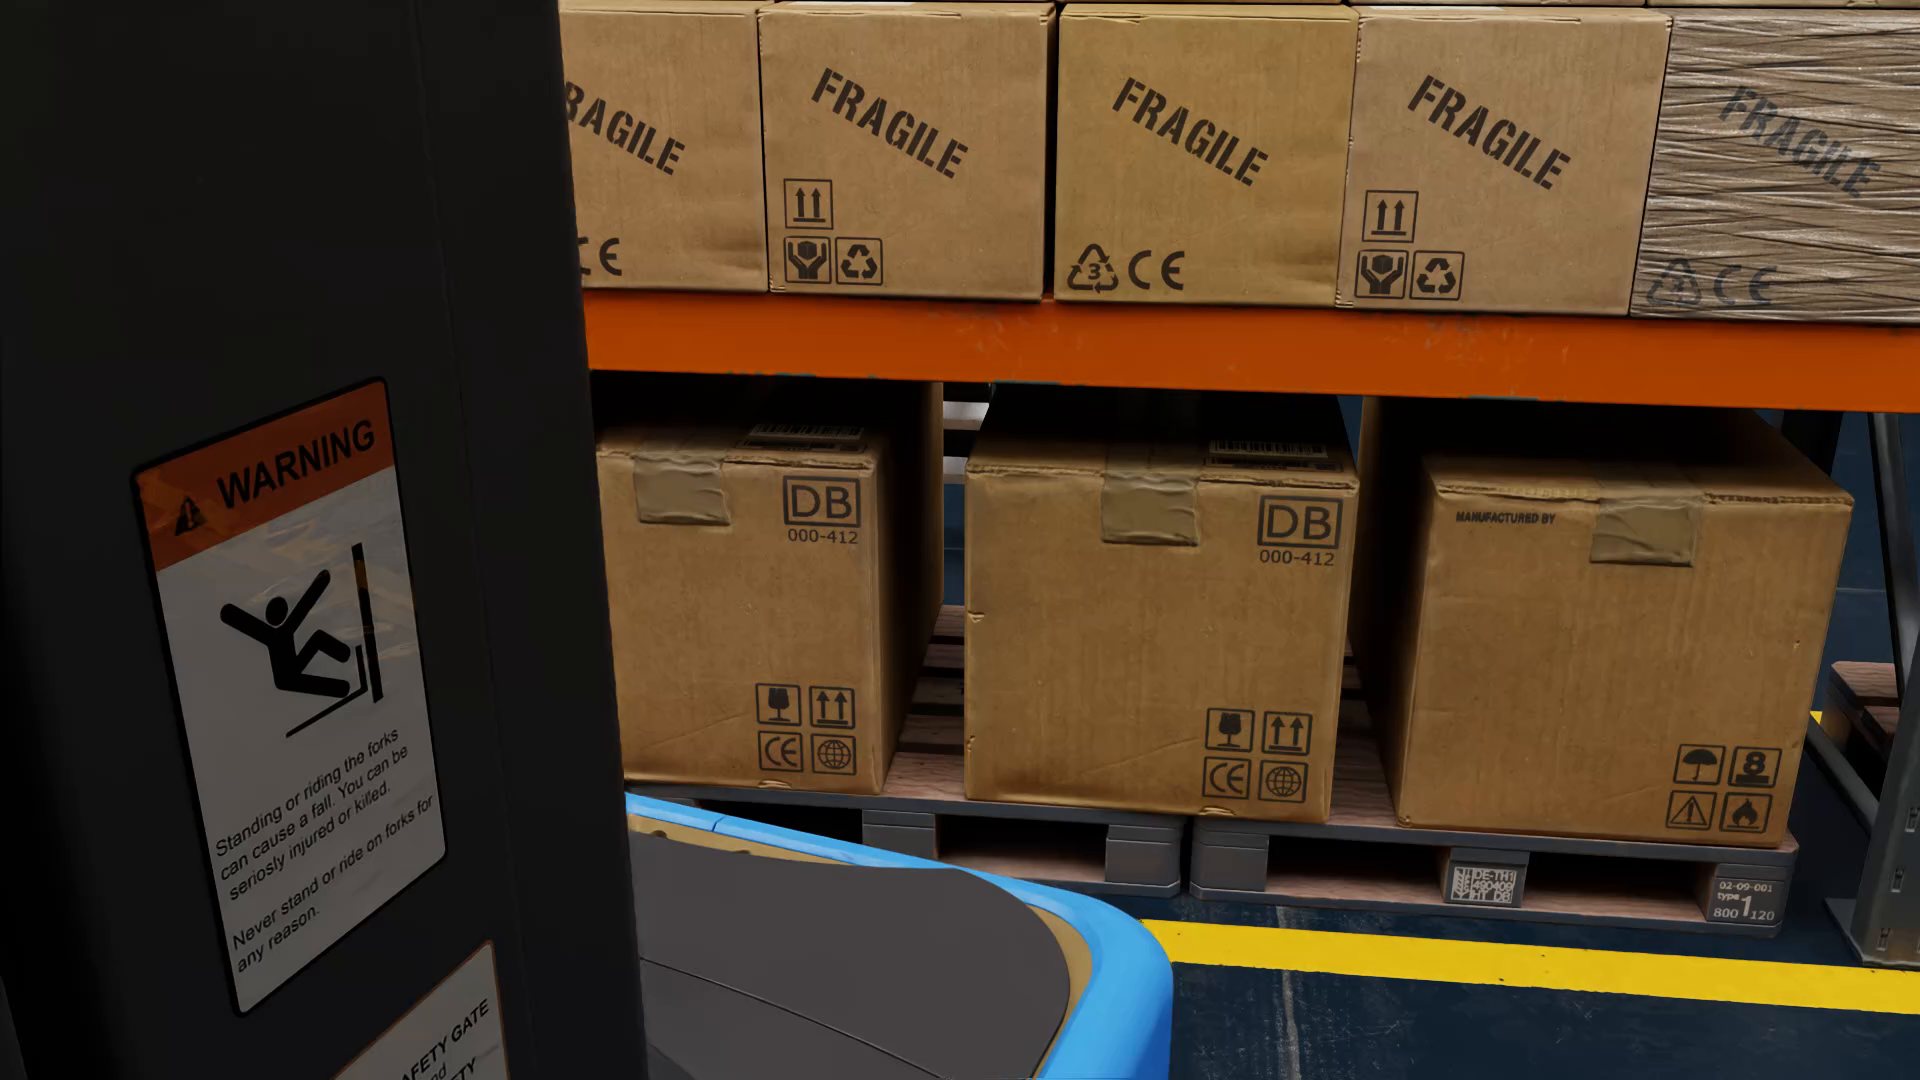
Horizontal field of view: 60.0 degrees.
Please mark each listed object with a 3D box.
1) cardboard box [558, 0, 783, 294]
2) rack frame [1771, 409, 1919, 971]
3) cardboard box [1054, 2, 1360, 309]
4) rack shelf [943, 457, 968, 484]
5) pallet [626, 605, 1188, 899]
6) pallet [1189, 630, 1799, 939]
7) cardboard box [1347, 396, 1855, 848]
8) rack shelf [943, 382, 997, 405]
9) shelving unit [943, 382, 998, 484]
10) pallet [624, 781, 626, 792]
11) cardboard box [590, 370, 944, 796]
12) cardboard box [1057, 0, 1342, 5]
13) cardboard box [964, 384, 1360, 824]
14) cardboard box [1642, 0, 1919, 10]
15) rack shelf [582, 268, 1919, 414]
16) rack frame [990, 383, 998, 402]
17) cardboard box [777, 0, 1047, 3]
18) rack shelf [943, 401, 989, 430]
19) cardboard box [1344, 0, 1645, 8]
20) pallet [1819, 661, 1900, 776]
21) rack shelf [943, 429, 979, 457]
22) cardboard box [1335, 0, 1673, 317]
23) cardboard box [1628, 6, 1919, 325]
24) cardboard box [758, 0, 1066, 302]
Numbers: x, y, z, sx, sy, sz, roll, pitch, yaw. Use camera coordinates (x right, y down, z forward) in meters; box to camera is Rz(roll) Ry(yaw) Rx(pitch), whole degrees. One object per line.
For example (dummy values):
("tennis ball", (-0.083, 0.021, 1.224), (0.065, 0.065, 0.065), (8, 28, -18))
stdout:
("cardboard box", (-0.572, -0.782, 3.203), (0.500, 0.500, 0.500), (2, 22, 6))
("rack frame", (1.912, -0.728, 3.201), (0.127, 3.000, 1.000), (2, 22, 6))
("cardboard box", (0.441, -0.740, 3.095), (0.500, 0.500, 0.500), (2, 22, 5))
("rack shelf", (0.008, -0.220, 5.352), (0.200, 0.077, 0.258), (2, 22, 6))
("pallet", (-0.070, 0.454, 4.005), (1.213, 0.211, 1.003), (2, 22, 6))
("pallet", (1.138, 0.507, 3.870), (1.213, 0.211, 1.003), (2, 22, 6))
("cardboard box", (1.318, 0.064, 3.687), (0.750, 0.750, 1.050), (2, 22, 6))
("rack shelf", (0.008, -0.471, 5.253), (0.200, 0.077, 0.258), (2, 22, 6))
("shelving unit", (0.008, -0.418, 5.273), (0.210, 0.900, 0.258), (2, 22, 6))
("pallet", (-1.285, 0.402, 4.137), (1.213, 0.211, 1.003), (2, 22, 6))
("cardboard box", (-0.476, -0.013, 3.881), (0.750, 0.750, 1.050), (2, 22, 6))
("cardboard box", (0.455, -1.305, 3.165), (0.500, 0.500, 0.700), (2, 22, 5))
("cardboard box", (0.449, 0.027, 3.780), (0.750, 0.750, 1.050), (3, 22, 7))
("cardboard box", (1.467, -1.262, 3.057), (0.500, 0.500, 0.700), (2, 22, 6))
("rack shelf", (-0.074, -0.480, 3.552), (4.000, 0.370, 1.077), (2, 22, 6))
("rack frame", (0.109, -0.414, 5.262), (0.006, 0.900, 0.240), (2, 22, 6))
("cardboard box", (-0.053, -1.327, 3.221), (0.500, 0.500, 0.700), (2, 22, 6))
("rack shelf", (0.008, -0.387, 5.286), (0.200, 0.077, 0.258), (2, 22, 6))
("cardboard box", (0.965, -1.284, 3.111), (0.500, 0.500, 0.700), (2, 22, 6))
("pallet", (2.688, 0.603, 3.627), (1.213, 0.211, 1.003), (2, 22, 6))
("rack shelf", (0.008, -0.303, 5.319), (0.200, 0.077, 0.258), (2, 22, 6))
("cardboard box", (0.938, -0.718, 3.040), (0.500, 0.500, 0.500), (2, 22, 6))
("cardboard box", (1.433, -0.696, 2.984), (0.500, 0.500, 0.500), (2, 22, 6))
("cardboard box", (-0.068, -0.760, 3.147), (0.500, 0.500, 0.500), (3, 22, 7))
